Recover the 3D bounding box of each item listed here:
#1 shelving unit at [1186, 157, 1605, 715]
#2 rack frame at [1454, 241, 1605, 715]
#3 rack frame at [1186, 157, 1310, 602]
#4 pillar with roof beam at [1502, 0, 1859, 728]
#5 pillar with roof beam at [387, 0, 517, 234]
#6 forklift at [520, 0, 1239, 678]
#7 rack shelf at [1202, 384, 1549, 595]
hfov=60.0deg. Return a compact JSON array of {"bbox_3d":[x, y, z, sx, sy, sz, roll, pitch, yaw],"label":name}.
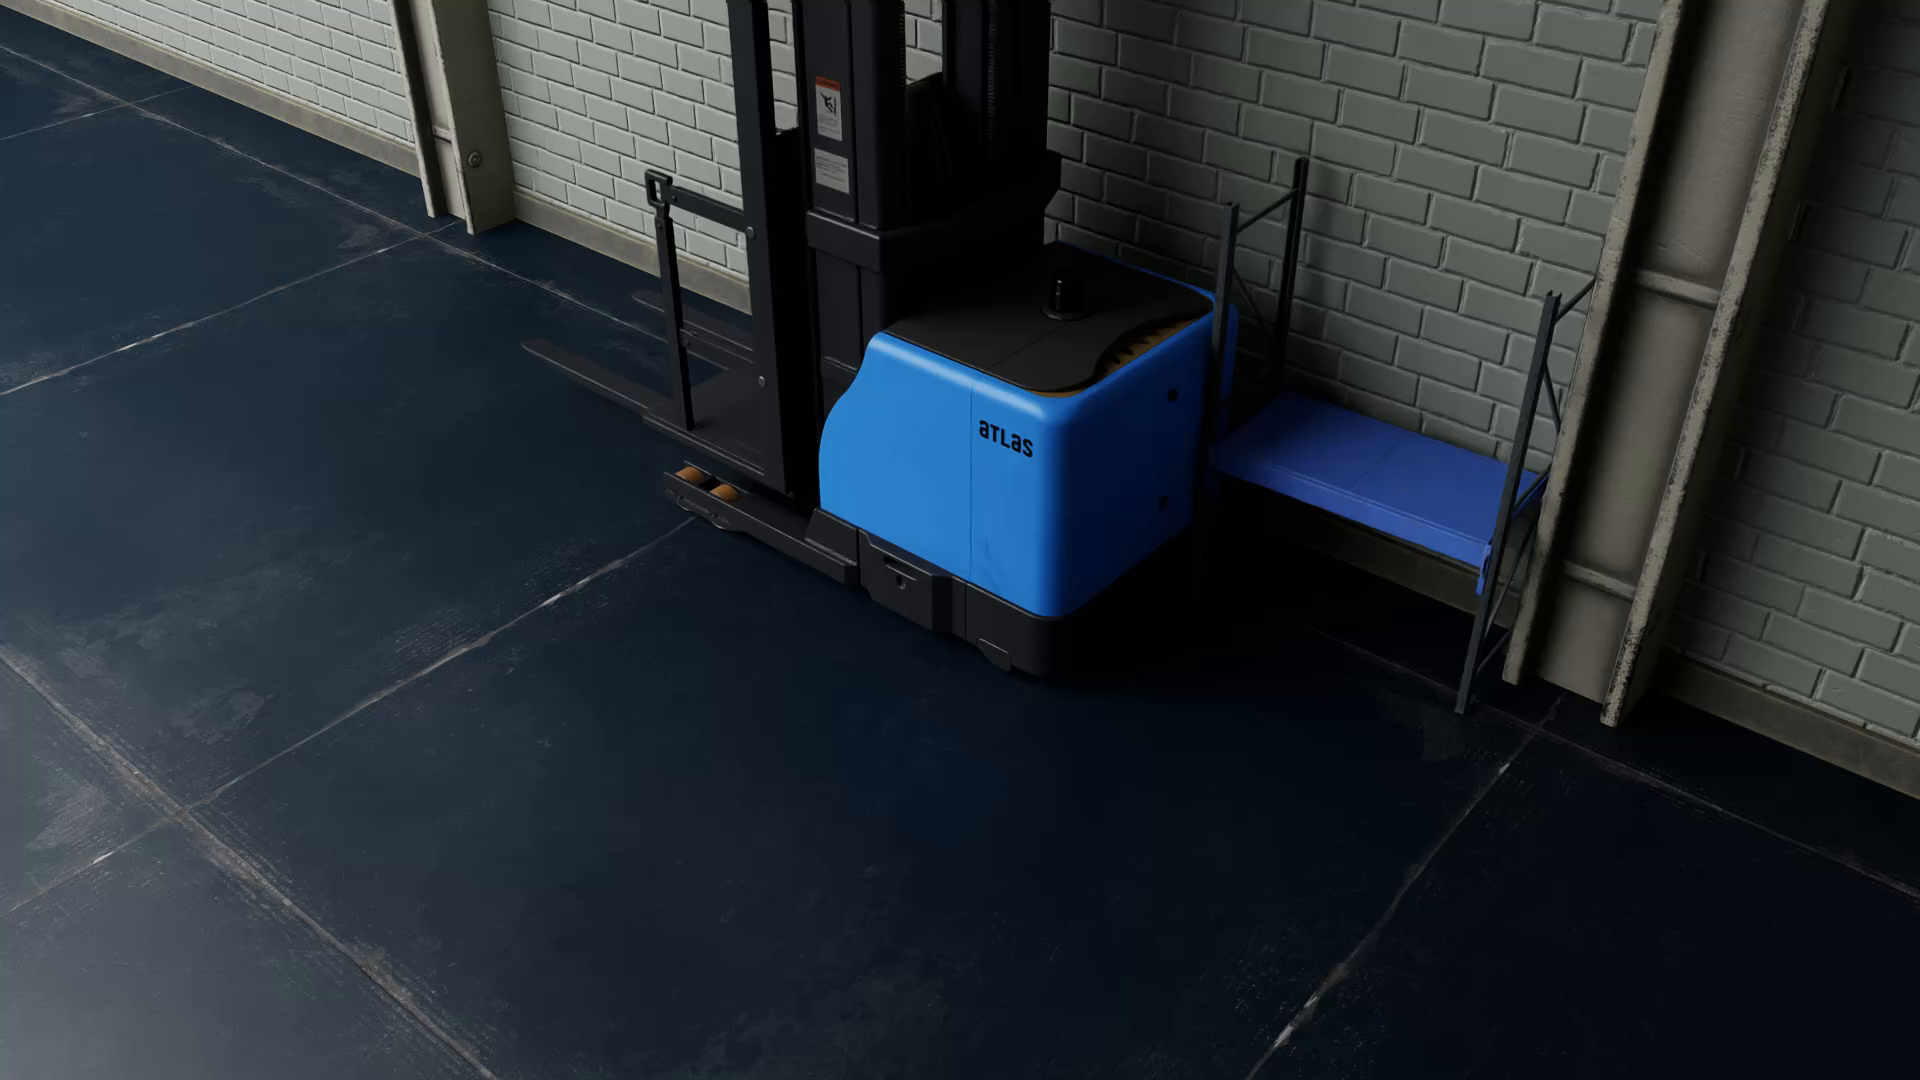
[{"bbox_3d":[1.376,-0.339,5.419,1.048,1.500,0.538,24,41,30],"label":"shelving unit"},{"bbox_3d":[1.779,-0.164,5.163,0.032,1.500,0.500,24,41,30],"label":"rack frame"},{"bbox_3d":[0.973,-0.515,5.675,0.032,1.500,0.500,24,41,30],"label":"rack frame"},{"bbox_3d":[-0.691,-1.367,0.292,0.400,9.000,9.100,25,42,32],"label":"pillar with roof beam"},{"bbox_3d":[-5.302,-3.540,3.456,0.400,9.000,9.100,25,42,32],"label":"pillar with roof beam"},{"bbox_3d":[-0.505,-1.452,5.775,3.031,2.935,1.130,26,42,32],"label":"forklift"},{"bbox_3d":[1.376,-0.191,5.521,1.000,0.185,0.538,24,41,30],"label":"rack shelf"}]
